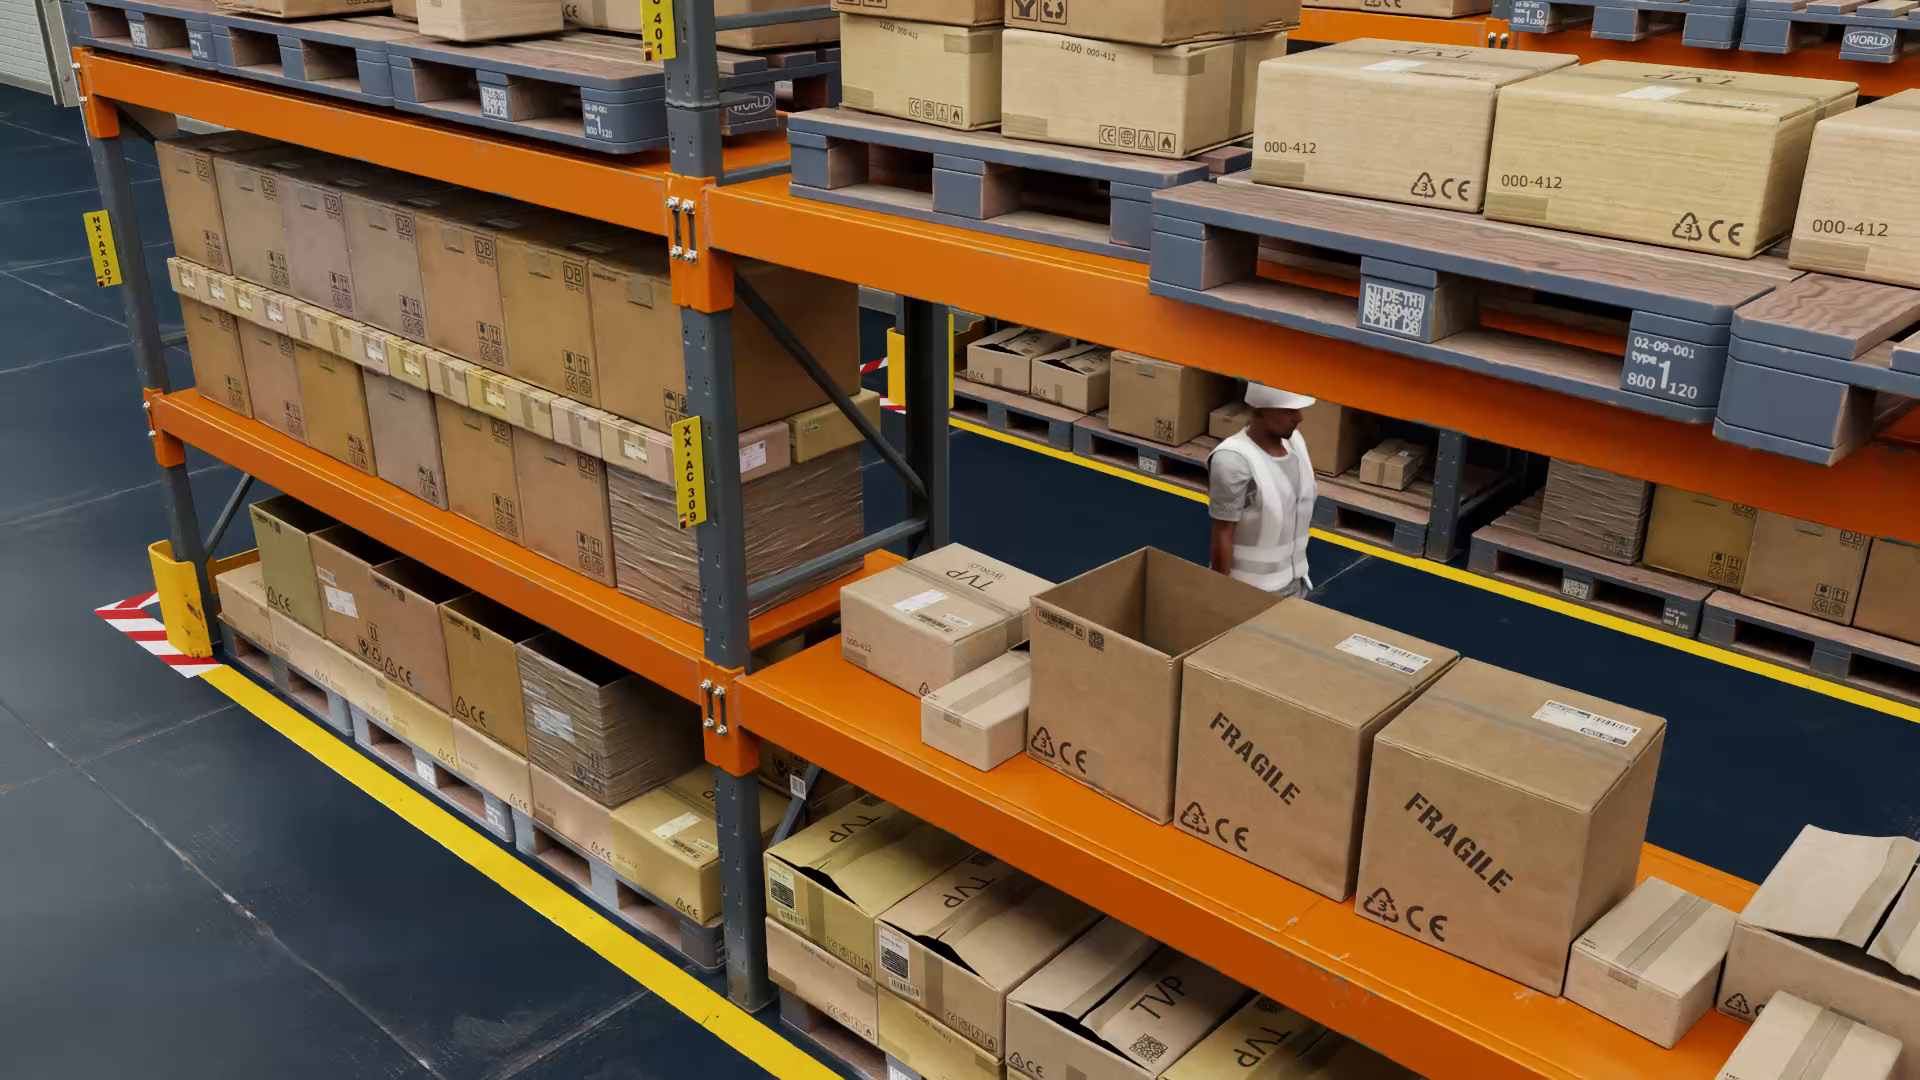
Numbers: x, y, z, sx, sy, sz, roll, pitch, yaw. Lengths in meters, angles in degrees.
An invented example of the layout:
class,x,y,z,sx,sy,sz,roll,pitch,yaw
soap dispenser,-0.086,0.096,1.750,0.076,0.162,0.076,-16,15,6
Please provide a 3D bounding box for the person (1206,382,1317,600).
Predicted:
class,x,y,z,sx,sy,sz,roll,pitch,yaw
person,1.226,0.173,6.675,0.405,1.815,0.564,20,31,38
